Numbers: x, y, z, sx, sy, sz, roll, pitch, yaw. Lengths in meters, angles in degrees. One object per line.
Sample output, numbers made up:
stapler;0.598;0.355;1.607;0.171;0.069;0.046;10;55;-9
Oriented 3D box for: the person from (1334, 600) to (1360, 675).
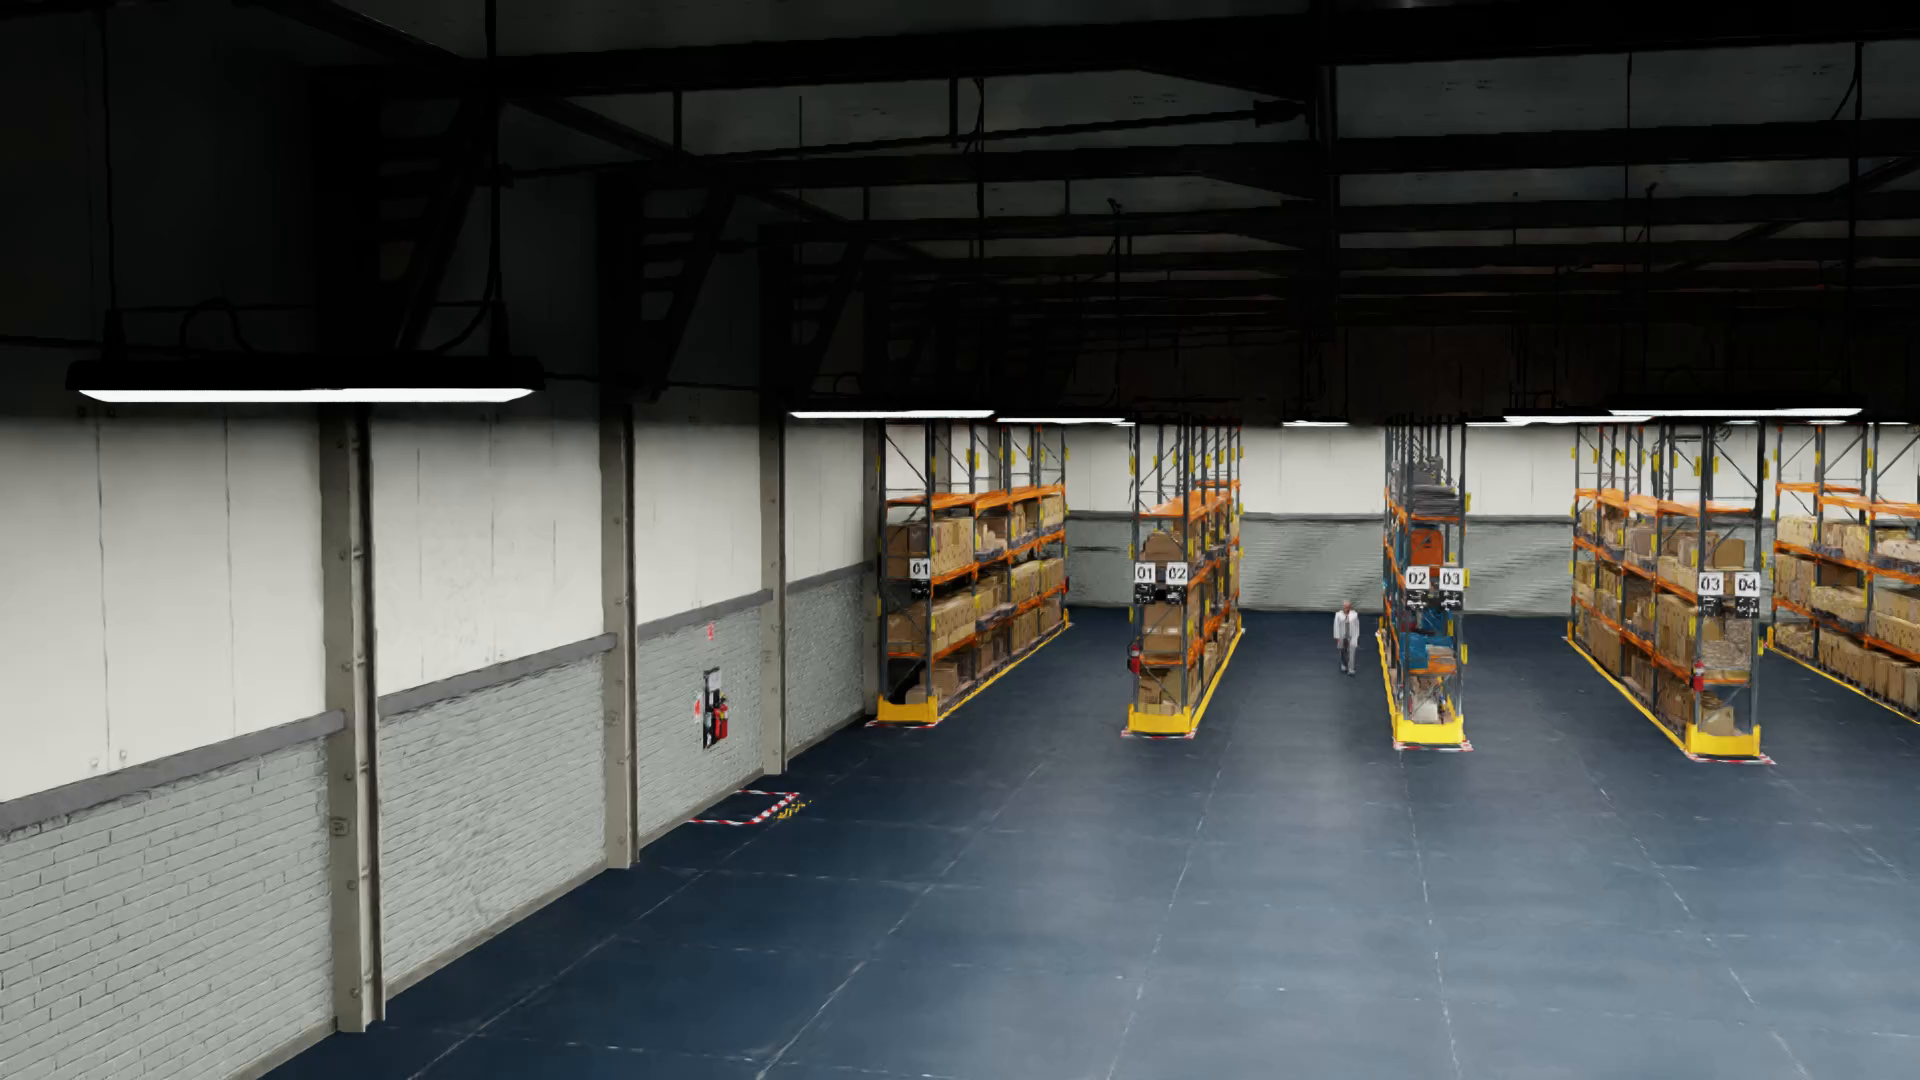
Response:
person;8.986;2.241;38.655;0.598;1.698;1.194;1;4;15
